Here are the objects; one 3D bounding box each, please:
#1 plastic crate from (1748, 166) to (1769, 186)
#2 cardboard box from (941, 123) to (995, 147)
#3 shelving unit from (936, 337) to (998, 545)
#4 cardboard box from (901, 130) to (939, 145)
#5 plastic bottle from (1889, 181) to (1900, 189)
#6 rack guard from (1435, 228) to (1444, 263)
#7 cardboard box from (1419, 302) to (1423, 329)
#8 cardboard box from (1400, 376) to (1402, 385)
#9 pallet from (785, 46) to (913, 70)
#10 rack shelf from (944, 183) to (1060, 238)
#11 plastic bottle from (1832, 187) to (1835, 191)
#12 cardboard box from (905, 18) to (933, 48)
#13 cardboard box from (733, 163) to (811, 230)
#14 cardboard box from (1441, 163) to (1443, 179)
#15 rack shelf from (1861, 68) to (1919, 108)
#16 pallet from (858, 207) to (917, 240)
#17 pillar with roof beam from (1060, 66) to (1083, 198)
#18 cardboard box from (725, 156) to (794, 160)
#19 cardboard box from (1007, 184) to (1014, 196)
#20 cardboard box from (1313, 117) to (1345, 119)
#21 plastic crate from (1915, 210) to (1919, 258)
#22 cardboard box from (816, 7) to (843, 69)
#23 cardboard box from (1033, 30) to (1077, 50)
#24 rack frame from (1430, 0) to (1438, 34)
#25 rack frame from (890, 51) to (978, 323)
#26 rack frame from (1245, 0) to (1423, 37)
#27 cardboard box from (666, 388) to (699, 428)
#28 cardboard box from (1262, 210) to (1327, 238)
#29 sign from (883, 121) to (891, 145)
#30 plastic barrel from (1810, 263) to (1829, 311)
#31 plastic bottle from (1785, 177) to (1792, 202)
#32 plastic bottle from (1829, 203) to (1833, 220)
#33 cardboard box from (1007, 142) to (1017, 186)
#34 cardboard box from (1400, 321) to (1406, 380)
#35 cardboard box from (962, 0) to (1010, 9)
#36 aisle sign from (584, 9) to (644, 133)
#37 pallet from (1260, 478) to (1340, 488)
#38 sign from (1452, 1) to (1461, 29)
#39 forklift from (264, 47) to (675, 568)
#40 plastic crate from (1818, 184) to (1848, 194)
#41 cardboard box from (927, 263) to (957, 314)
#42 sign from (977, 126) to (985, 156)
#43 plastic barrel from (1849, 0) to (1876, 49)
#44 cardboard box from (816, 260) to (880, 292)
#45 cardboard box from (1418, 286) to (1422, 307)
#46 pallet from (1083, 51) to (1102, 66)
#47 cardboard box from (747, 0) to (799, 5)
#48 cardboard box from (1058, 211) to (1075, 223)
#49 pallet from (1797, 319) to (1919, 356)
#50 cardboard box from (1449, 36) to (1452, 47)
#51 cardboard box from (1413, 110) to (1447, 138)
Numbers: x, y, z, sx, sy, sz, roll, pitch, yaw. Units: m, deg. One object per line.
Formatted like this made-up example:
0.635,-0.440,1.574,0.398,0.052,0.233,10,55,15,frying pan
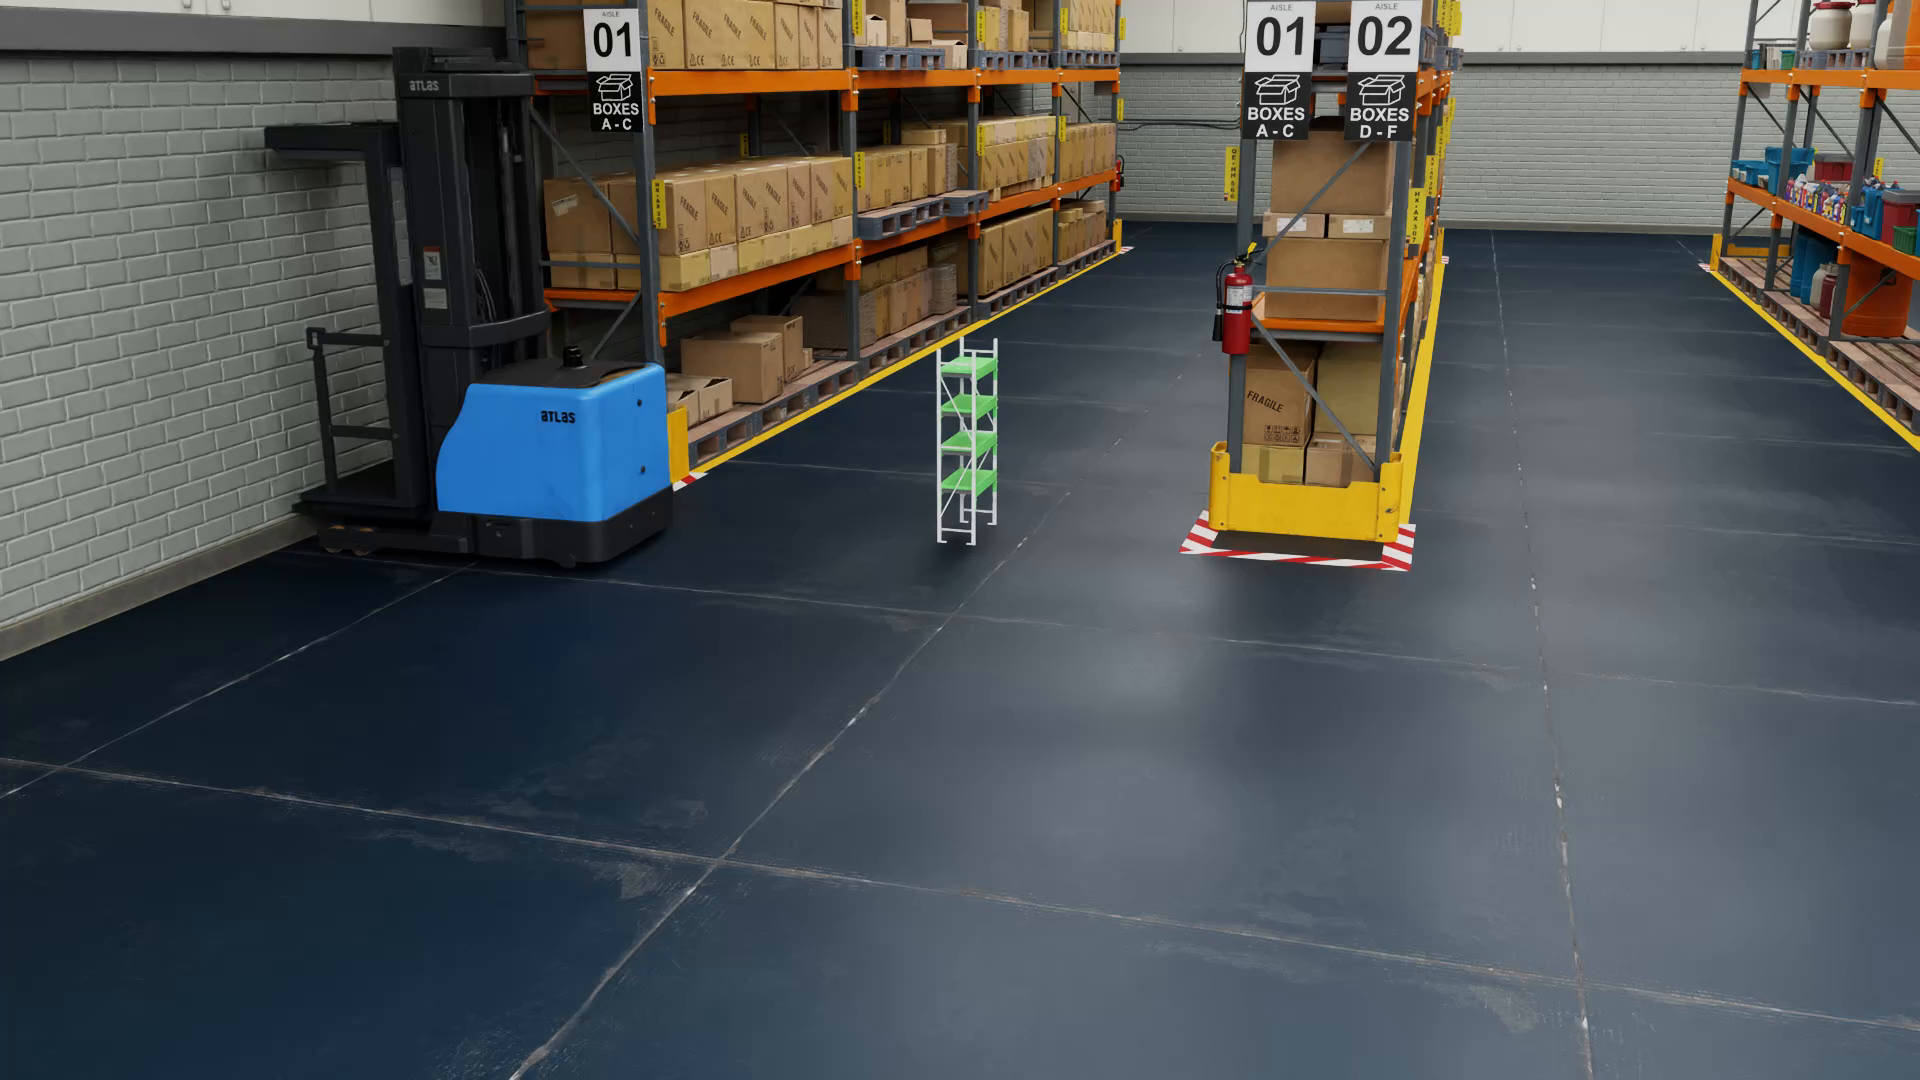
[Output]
10.636,-4.807,21.975,0.416,0.233,0.300,5,16,16,plastic crate
0.094,-4.664,19.135,0.500,0.250,0.500,5,17,17,cardboard box
0.047,-0.621,10.318,0.258,1.200,0.503,5,16,16,shelving unit
-0.437,-4.390,18.130,0.380,0.149,0.250,2,16,7,cardboard box
10.084,-3.696,17.954,0.144,0.351,0.185,5,16,16,plastic bottle
6.712,-4.483,25.218,1.175,0.500,0.348,5,16,16,rack guard
4.544,-2.335,17.334,0.500,0.250,0.500,5,17,17,cardboard box
3.249,-1.177,13.251,0.500,0.250,0.500,5,16,16,cardboard box
-1.150,-4.455,15.386,1.213,0.211,1.003,5,16,16,pallet
0.278,-4.173,20.862,1.077,0.370,4.000,5,16,16,rack shelf
9.542,-3.727,18.208,0.097,0.271,0.097,0,16,0,plastic bottle
-0.748,-5.166,17.323,0.797,0.503,0.637,7,17,24,cardboard box
-1.555,-2.838,13.701,0.500,0.500,0.500,4,16,14,cardboard box
6.289,-5.084,22.574,0.500,0.500,0.500,5,16,16,cardboard box
8.639,-3.801,14.055,1.077,0.370,4.000,5,16,16,rack shelf
-1.071,-3.045,15.921,1.003,0.211,1.213,5,16,16,pallet
6.048,-9.414,27.030,9.100,9.000,0.400,5,16,16,pillar with roof beam
-1.761,-3.141,14.769,0.500,0.500,0.500,4,16,15,cardboard box
0.450,-4.355,20.609,0.380,0.149,0.250,5,17,16,cardboard box
3.061,-2.989,12.811,0.700,0.500,0.500,5,16,16,cardboard box
8.086,-2.486,13.626,0.392,0.384,0.575,5,16,16,plastic crate
-1.335,-4.298,14.268,0.500,0.500,0.500,5,17,17,cardboard box
1.295,-6.823,22.714,0.500,0.250,0.500,5,16,16,cardboard box
3.323,-5.452,13.060,1.000,3.000,0.127,5,16,16,rack frame
-0.291,-3.996,18.919,1.000,3.000,0.127,5,16,16,rack frame
2.186,-4.406,9.371,1.000,3.000,0.127,5,16,16,rack frame
-2.281,-0.995,12.461,0.500,0.311,0.500,3,16,10,cardboard box
2.112,-1.994,10.492,0.380,0.149,0.250,4,16,15,cardboard box
-0.824,-4.595,18.910,0.100,0.325,0.005,5,16,16,sign
9.726,-2.812,18.536,0.421,0.512,0.421,0,16,0,plastic barrel
9.831,-4.155,19.695,0.061,0.283,0.133,5,16,16,plastic bottle
9.113,-3.436,17.311,0.097,0.201,0.097,0,16,0,plastic bottle
0.393,-4.570,20.178,0.500,0.500,0.500,5,16,16,cardboard box
3.248,-1.538,13.149,0.500,0.500,0.500,5,16,16,cardboard box
0.328,-6.740,20.734,0.500,0.250,0.500,4,16,14,cardboard box
-2.297,-3.111,11.037,0.394,0.787,0.004,5,16,16,aisle sign
2.364,-0.381,11.287,1.003,0.211,1.213,5,16,16,pallet
6.130,-6.498,20.576,0.100,0.325,0.005,5,16,16,sign
-3.374,-1.450,10.072,3.031,2.935,1.130,4,16,15,forklift
10.614,-4.287,20.318,0.396,0.136,0.243,5,16,16,plastic crate
-0.445,-2.812,18.522,0.700,0.500,0.500,5,17,17,cardboard box
0.232,-4.475,18.632,0.100,0.325,0.005,5,16,16,sign
9.567,-5.413,17.402,0.433,0.535,0.433,0,16,0,plastic barrel
-1.112,-2.628,16.499,0.500,0.250,0.500,4,16,15,cardboard box
4.259,-2.337,16.313,0.500,0.311,0.500,5,16,16,cardboard box
1.437,-6.974,24.085,1.003,0.211,1.213,5,16,16,pallet
-1.594,-4.497,13.138,0.500,0.500,0.500,4,16,14,cardboard box
1.429,-4.617,23.732,0.380,0.149,0.250,5,17,18,cardboard box
9.392,-2.095,17.330,1.003,0.211,1.213,5,16,16,pallet
6.267,-6.639,22.101,0.500,0.250,0.500,5,16,16,cardboard box
6.000,-5.290,21.466,0.500,0.500,0.500,5,17,17,cardboard box
